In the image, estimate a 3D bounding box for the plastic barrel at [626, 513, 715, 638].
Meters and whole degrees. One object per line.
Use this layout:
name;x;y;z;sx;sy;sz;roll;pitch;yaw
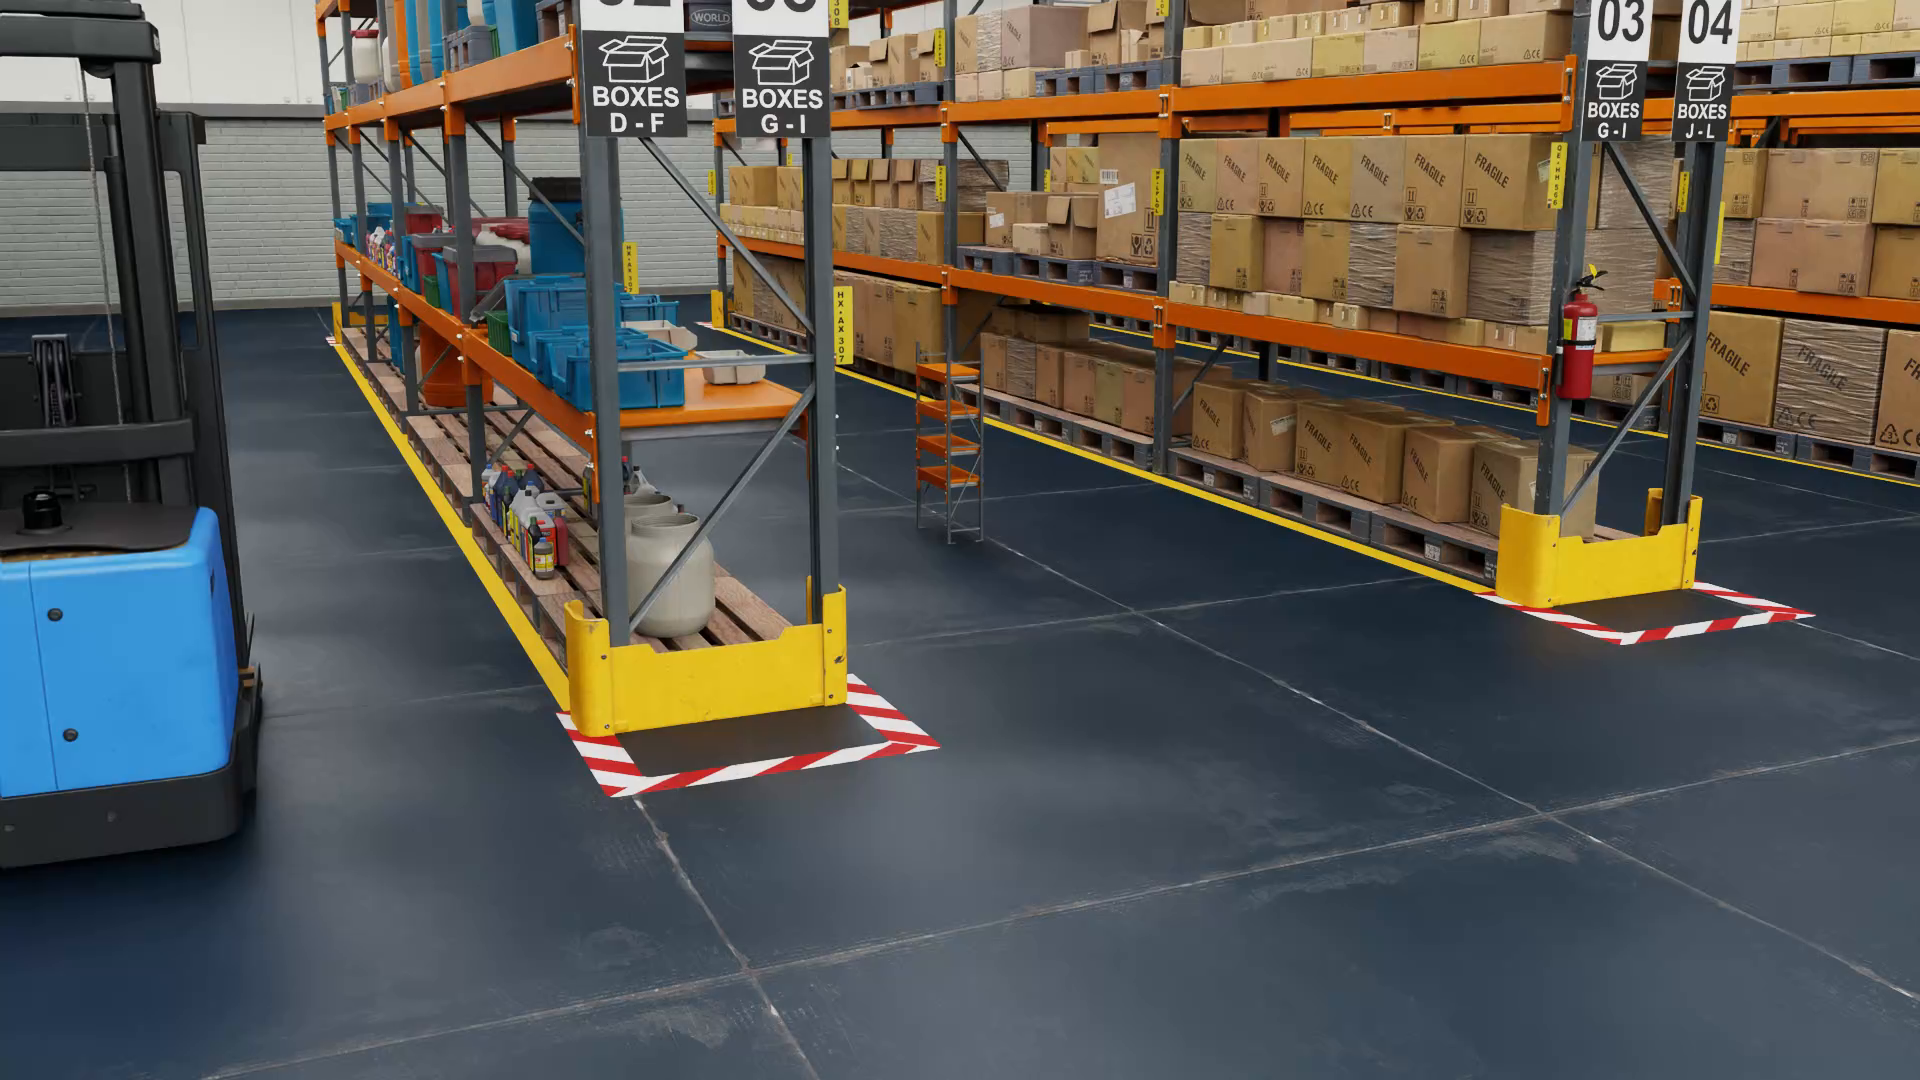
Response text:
plastic barrel;-1.339;0.158;7.621;0.421;0.512;0.421;0;13;0

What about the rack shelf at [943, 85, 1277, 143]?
rack shelf;1.129;-3.518;13.862;1.077;0.370;4.000;-6;14;-23

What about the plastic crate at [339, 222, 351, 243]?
plastic crate;-7.090;-3.621;19.601;0.416;0.233;0.300;-6;14;-23

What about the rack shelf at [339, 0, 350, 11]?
rack shelf;-5.012;-5.164;15.207;1.077;0.370;4.000;-6;14;-23

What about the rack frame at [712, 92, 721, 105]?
rack frame;-2.877;-7.396;22.369;1.000;3.000;0.127;-6;14;-23

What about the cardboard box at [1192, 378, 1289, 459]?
cardboard box;2.054;-0.895;12.196;0.500;0.500;0.500;-6;14;-25

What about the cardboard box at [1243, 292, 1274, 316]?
cardboard box;2.126;-1.592;11.154;0.380;0.149;0.250;-6;14;-23

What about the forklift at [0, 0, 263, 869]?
forklift;-3.488;-0.619;6.543;1.130;2.935;3.031;-5;14;-20

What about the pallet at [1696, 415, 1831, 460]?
pallet;6.748;-0.899;13.784;1.003;0.211;1.213;-6;14;-23

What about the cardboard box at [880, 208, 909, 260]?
cardboard box;-0.502;-3.159;17.147;0.500;0.500;0.500;-6;14;-25

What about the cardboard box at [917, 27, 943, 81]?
cardboard box;0.018;-4.656;16.024;0.797;0.503;0.637;-5;14;-20

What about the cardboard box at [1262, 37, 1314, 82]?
cardboard box;2.282;-3.054;10.593;0.500;0.250;0.500;-6;14;-25

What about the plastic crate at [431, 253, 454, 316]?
plastic crate;-3.335;-1.739;11.266;0.392;0.384;0.575;-6;14;-23

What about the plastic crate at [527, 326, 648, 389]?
plastic crate;-1.735;-0.859;7.759;0.499;0.251;0.408;-6;14;-23

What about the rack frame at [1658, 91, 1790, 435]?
rack frame;6.515;-2.421;14.179;1.000;3.000;0.127;-6;14;-23

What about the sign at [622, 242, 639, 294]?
sign;-2.100;-1.729;10.575;0.100;0.325;0.005;-6;14;-23

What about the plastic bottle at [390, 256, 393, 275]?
plastic bottle;-5.002;-2.455;14.765;0.097;0.201;0.097;0;13;0

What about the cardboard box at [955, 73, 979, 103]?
cardboard box;0.283;-4.089;15.064;0.500;0.250;0.500;-5;14;-22

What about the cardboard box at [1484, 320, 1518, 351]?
cardboard box;3.130;-1.137;9.189;0.380;0.149;0.250;-6;14;-23

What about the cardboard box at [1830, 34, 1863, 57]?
cardboard box;6.759;-3.698;12.446;0.380;0.149;0.250;-6;14;-24

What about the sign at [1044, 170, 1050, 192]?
sign;0.821;-3.397;16.003;0.100;0.325;0.005;-6;14;-23

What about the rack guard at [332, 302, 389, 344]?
rack guard;-7.436;-2.812;21.411;1.175;0.500;0.348;-6;14;-23

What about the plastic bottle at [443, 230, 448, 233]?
plastic bottle;-5.359;-3.087;17.331;0.152;0.276;0.135;-6;14;-23

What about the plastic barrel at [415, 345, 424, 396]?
plastic barrel;-4.730;-1.574;15.104;0.421;0.512;0.421;0;13;0

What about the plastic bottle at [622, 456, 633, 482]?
plastic bottle;-2.009;-0.324;10.016;0.144;0.351;0.185;-6;15;-26

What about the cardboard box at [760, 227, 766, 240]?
cardboard box;-2.313;-3.876;21.023;0.380;0.149;0.250;-5;14;-22

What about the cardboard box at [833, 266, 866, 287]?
cardboard box;-1.000;-2.686;19.104;1.225;0.875;0.875;-6;14;-23

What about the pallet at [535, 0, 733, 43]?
pallet;-1.248;-2.270;7.290;1.003;0.211;1.213;-6;14;-23

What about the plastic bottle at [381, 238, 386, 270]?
plastic bottle;-5.349;-2.663;15.484;0.061;0.283;0.133;-6;14;-23

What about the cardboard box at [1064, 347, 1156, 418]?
cardboard box;1.306;-1.335;14.055;0.700;0.500;0.500;-7;15;-28

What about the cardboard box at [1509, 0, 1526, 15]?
cardboard box;3.139;-2.844;8.801;0.380;0.149;0.250;-6;14;-25

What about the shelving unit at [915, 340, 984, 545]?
shelving unit;-0.066;-0.619;10.382;0.258;1.200;0.503;-6;14;-23

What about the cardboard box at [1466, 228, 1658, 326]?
cardboard box;3.337;-1.478;9.220;0.875;0.500;0.500;-6;14;-23

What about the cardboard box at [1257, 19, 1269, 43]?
cardboard box;2.174;-3.328;10.893;0.380;0.149;0.250;-5;14;-21

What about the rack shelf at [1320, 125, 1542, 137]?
rack shelf;7.005;-6.066;24.871;1.077;0.370;4.000;-6;14;-23

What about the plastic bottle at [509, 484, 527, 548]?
plastic bottle;-2.419;-0.140;9.220;0.144;0.351;0.185;-6;14;-23

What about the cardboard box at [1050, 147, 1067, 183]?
cardboard box;1.645;-5.465;24.229;0.500;0.500;0.500;-6;14;-23

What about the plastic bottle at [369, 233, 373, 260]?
plastic bottle;-5.901;-2.953;16.761;0.097;0.271;0.097;0;13;0

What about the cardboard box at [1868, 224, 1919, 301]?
cardboard box;7.328;-2.085;12.394;0.875;0.550;0.500;-6;14;-23

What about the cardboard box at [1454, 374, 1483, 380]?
cardboard box;5.428;-2.042;16.599;1.050;0.750;0.750;-5;14;-22

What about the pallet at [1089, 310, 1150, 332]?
pallet;2.517;-3.104;23.312;1.003;0.211;1.213;-6;14;-23

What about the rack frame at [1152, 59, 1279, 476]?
rack frame;1.930;-1.994;12.334;1.000;3.000;0.127;-6;14;-23

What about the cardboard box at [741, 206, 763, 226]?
cardboard box;-2.520;-4.211;21.584;0.500;0.250;0.500;-6;14;-25

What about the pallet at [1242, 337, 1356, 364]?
pallet;4.116;-2.302;19.850;1.003;0.211;1.213;-6;14;-23

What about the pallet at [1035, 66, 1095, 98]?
pallet;1.362;-3.715;13.534;1.213;0.211;1.003;-6;14;-23

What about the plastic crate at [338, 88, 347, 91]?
plastic crate;-6.470;-4.739;17.911;0.416;0.233;0.300;-6;14;-23

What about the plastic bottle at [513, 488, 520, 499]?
plastic bottle;-2.496;-0.162;9.491;0.097;0.271;0.097;0;13;0

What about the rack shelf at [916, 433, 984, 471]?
rack shelf;-0.066;-0.553;10.398;0.258;0.148;0.480;-6;14;-23

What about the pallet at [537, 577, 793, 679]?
pallet;-1.400;0.458;7.921;1.003;0.211;1.213;-6;14;-23

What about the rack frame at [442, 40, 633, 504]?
rack frame;-2.608;-1.547;10.401;1.000;3.000;0.127;-6;14;-23

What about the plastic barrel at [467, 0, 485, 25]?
plastic barrel;-2.616;-3.161;9.542;0.421;0.512;0.421;0;13;0

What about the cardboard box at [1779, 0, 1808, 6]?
cardboard box;6.554;-4.191;12.810;0.380;0.149;0.250;-6;14;-23
